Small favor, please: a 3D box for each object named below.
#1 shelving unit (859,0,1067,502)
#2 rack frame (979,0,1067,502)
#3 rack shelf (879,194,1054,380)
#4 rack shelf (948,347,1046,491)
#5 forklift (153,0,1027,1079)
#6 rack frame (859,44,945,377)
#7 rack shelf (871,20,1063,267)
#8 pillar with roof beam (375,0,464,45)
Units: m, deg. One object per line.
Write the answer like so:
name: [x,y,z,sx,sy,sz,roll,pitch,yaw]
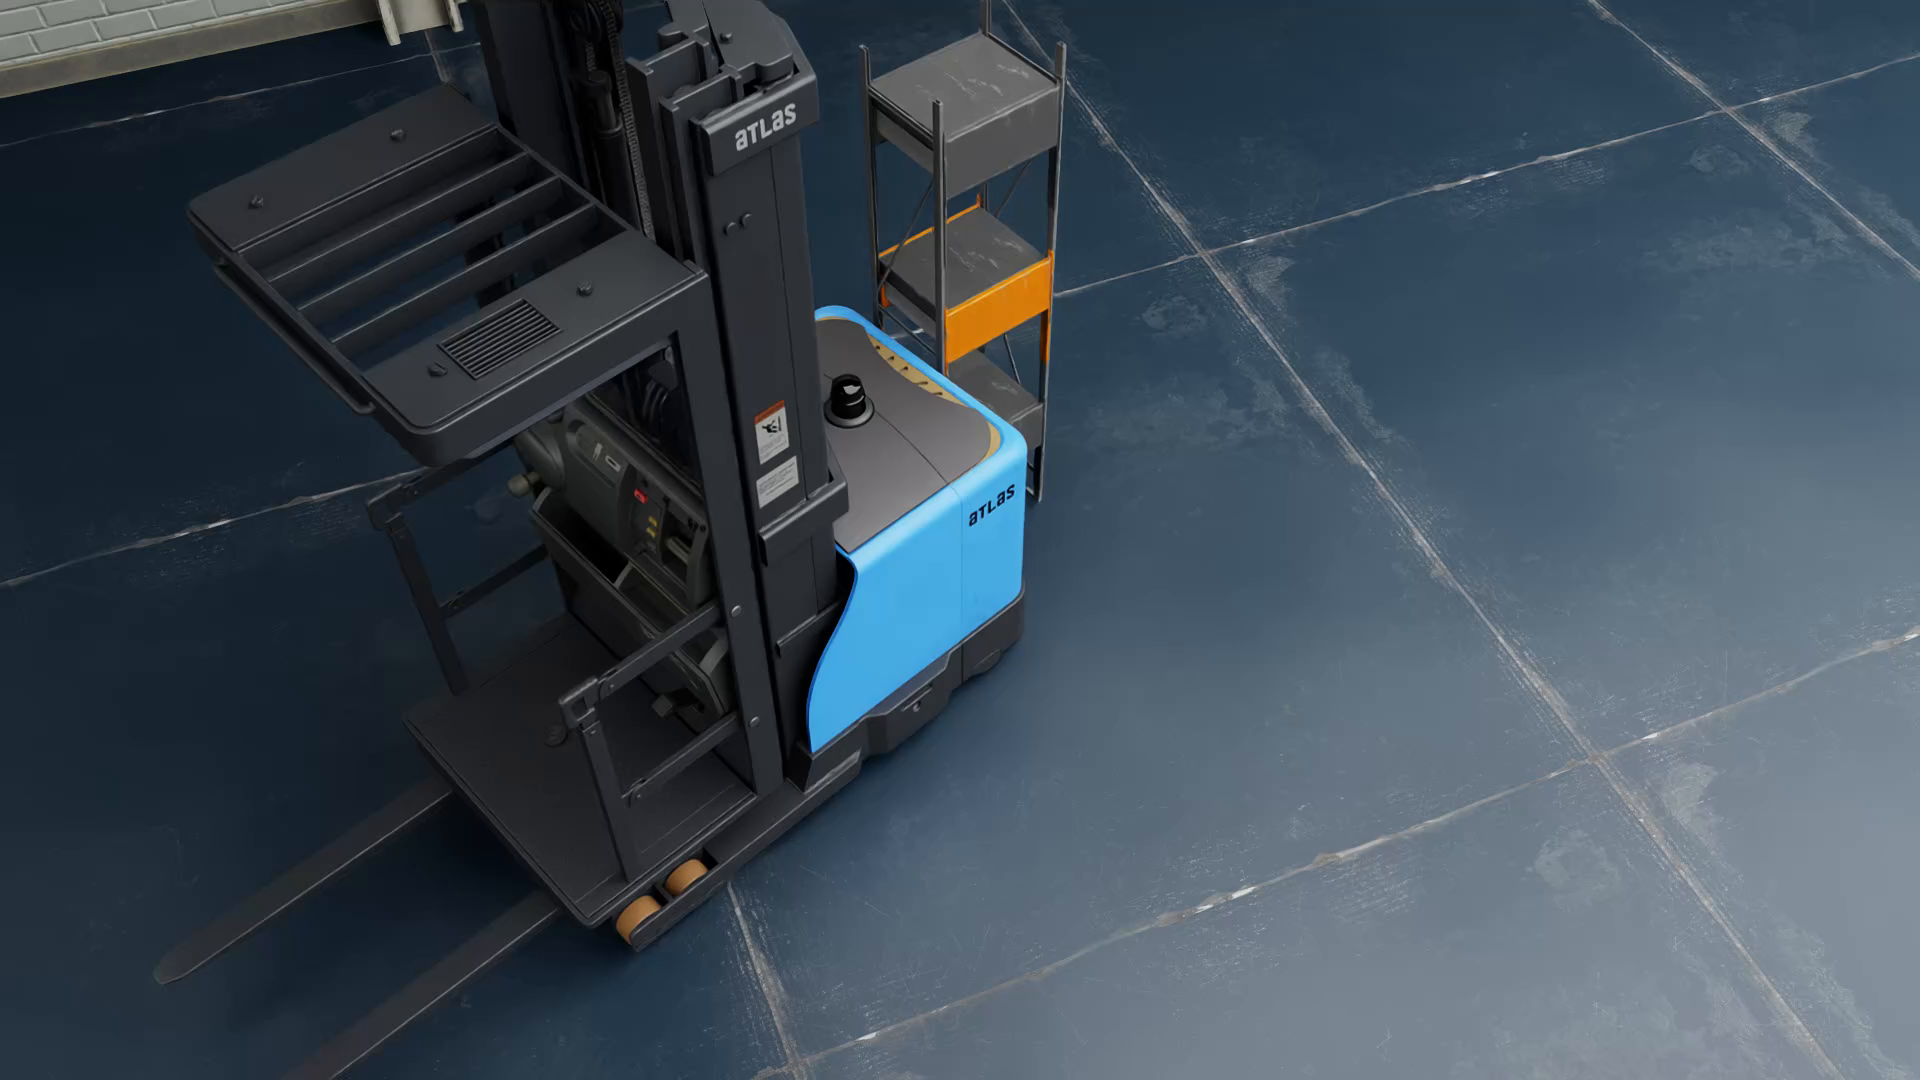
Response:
shelving unit: [0.009,-0.842,5.930,0.503,2.100,0.431,-32,56,-24]
rack frame: [0.198,-0.959,6.030,0.015,2.100,0.400,-32,56,-24]
rack shelf: [0.009,-0.833,5.940,0.480,0.518,0.431,-32,56,-24]
rack shelf: [0.009,-0.377,6.471,0.480,0.518,0.431,-32,56,-24]
forklift: [-1.176,-0.080,4.727,3.031,2.935,1.130,-36,58,-27]
rack frame: [-0.181,-0.726,5.830,0.015,2.100,0.400,-32,56,-24]
rack shelf: [0.009,-1.289,5.409,0.480,0.518,0.431,-32,56,-24]
pillar with roof beam: [-1.281,-2.704,2.981,0.400,9.000,9.100,-17,52,-14]
